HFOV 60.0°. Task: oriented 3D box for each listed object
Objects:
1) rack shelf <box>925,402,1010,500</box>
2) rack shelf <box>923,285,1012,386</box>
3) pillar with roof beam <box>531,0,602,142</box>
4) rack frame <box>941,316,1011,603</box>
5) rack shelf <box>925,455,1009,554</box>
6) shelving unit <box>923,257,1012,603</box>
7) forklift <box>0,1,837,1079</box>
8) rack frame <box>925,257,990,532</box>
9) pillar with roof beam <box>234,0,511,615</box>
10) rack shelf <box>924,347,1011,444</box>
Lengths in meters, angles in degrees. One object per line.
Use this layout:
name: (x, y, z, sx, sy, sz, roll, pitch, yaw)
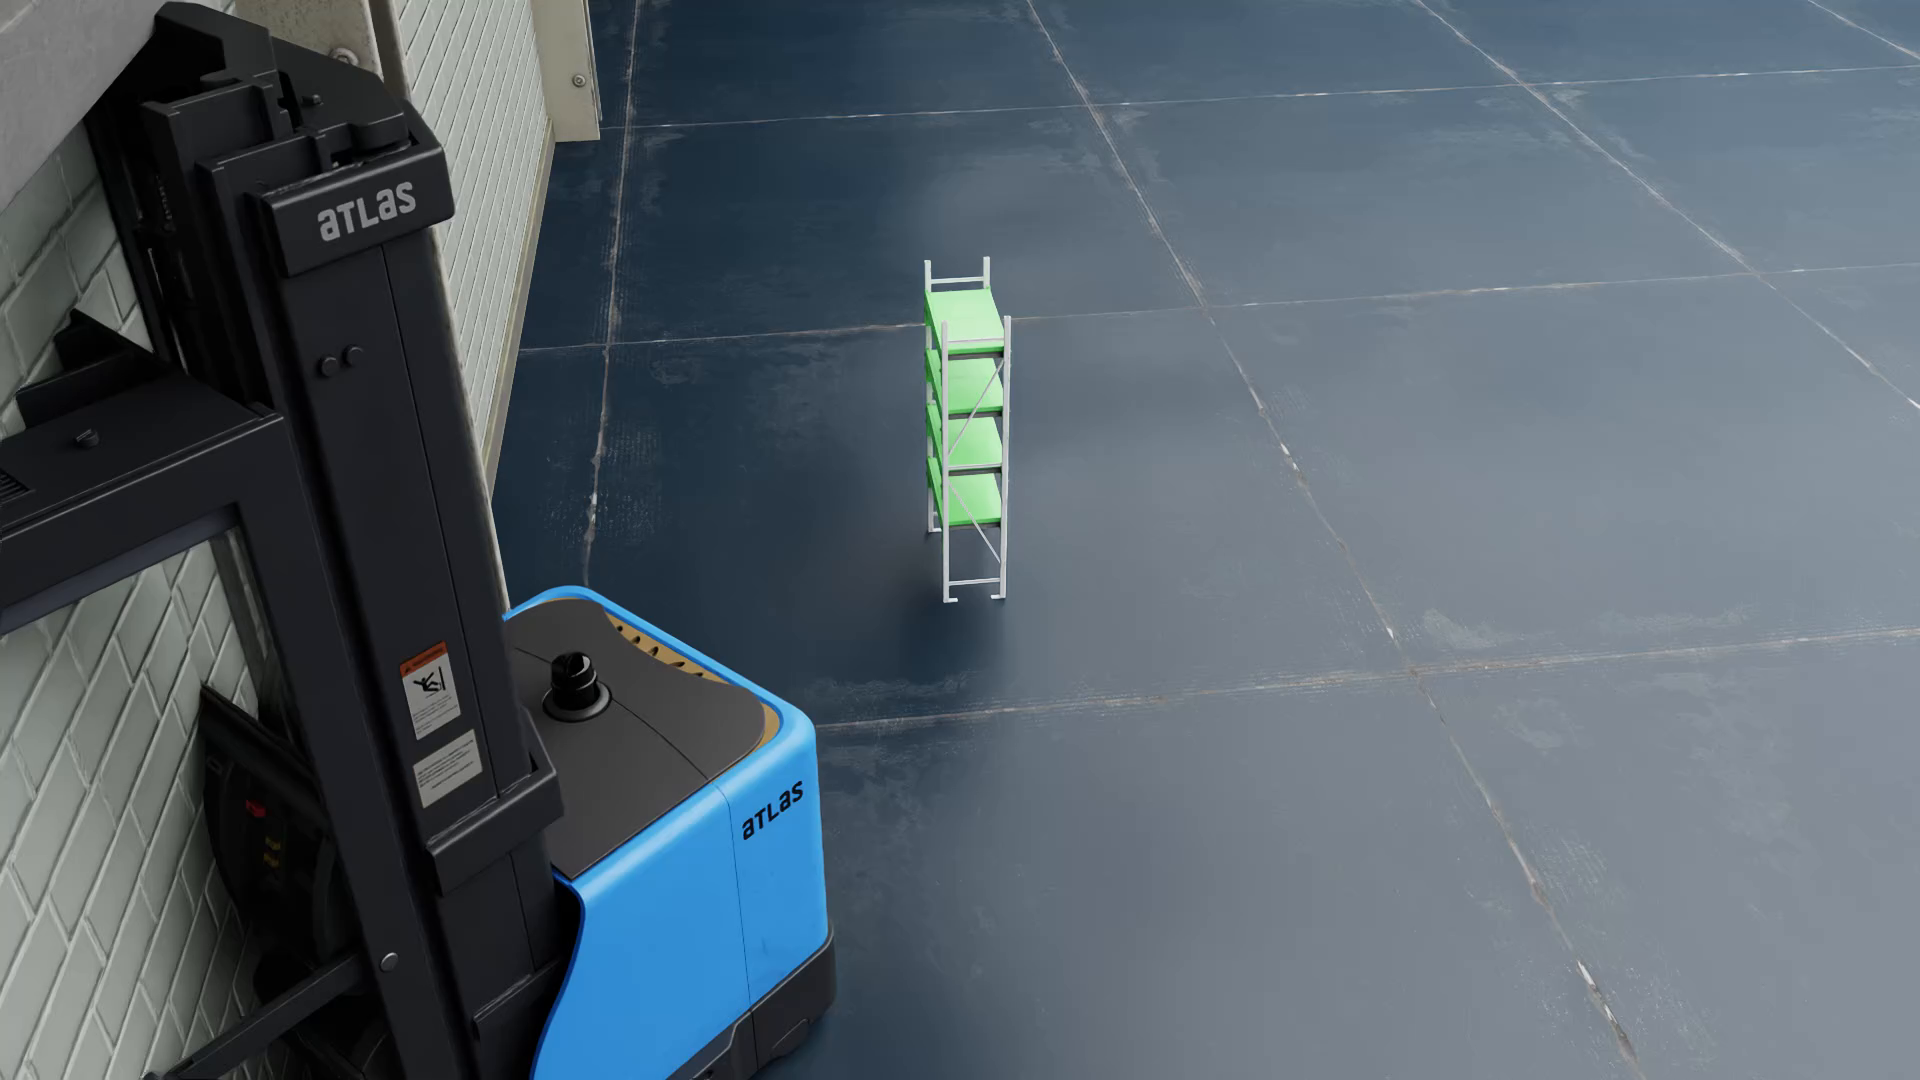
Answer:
rack shelf: (0.022, -0.351, 6.313, 0.258, 0.148, 0.480, -4, 35, -6)
rack shelf: (0.022, -0.747, 6.042, 0.258, 0.148, 0.480, -4, 35, -6)
pillar with roof beam: (1.824, -6.655, 8.525, 9.100, 9.000, 0.400, -4, 35, -6)
rack frame: (0.055, -0.267, 6.077, 0.240, 1.200, 0.015, -4, 35, -6)
rack shelf: (0.022, -0.152, 6.448, 0.258, 0.148, 0.480, -4, 35, -6)
shelving unit: (0.022, -0.403, 6.277, 0.258, 1.200, 0.503, -4, 35, -6)
forklift: (-1.677, 0.592, 3.279, 1.130, 2.935, 3.031, 25, 42, 32)
rack frame: (-0.011, -0.540, 6.476, 0.240, 1.200, 0.015, -4, 35, -6)
pillar with roof beam: (2.631, -3.307, 3.612, 9.100, 9.000, 0.400, -4, 35, -6)
rack shelf: (0.022, -0.549, 6.177, 0.258, 0.148, 0.480, -4, 35, -6)
